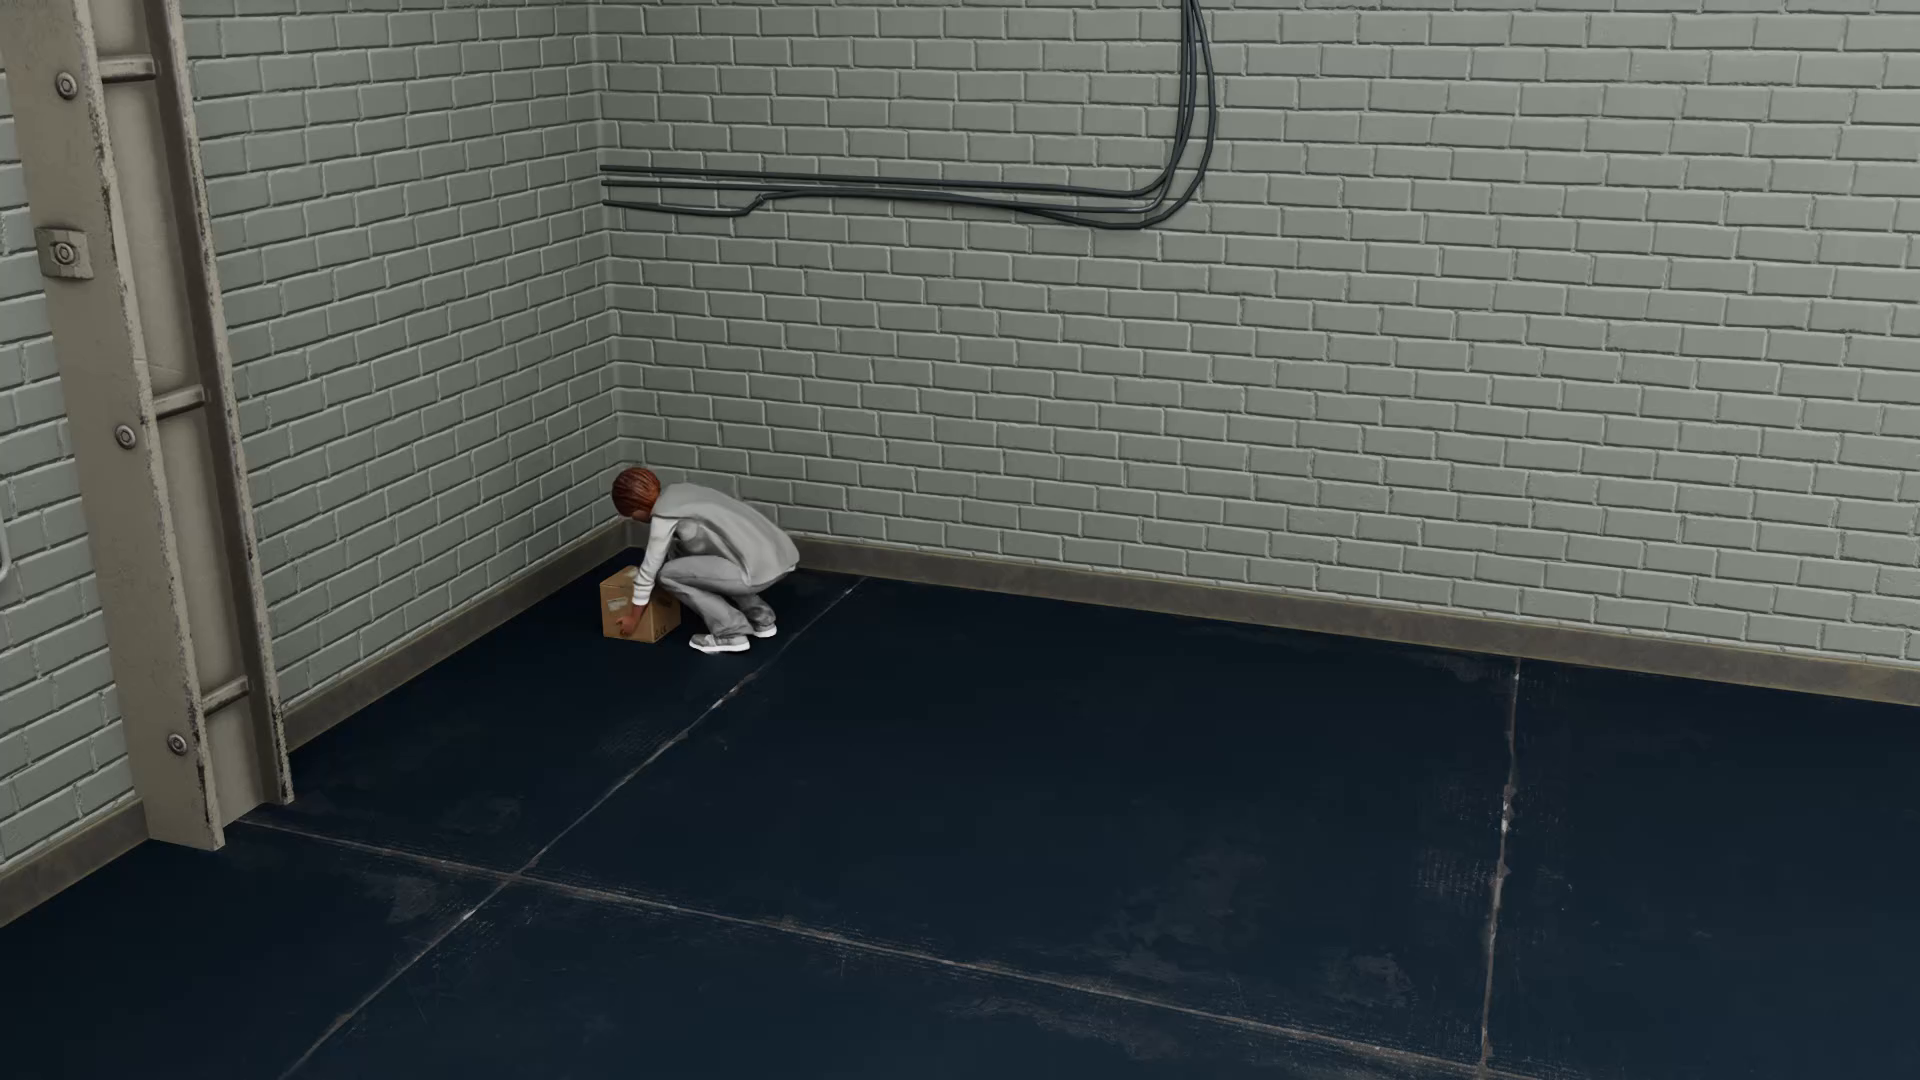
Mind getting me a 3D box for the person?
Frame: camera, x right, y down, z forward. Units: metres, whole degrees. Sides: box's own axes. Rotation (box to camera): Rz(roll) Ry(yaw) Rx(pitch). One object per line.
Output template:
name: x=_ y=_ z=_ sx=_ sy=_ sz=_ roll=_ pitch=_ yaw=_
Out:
person: x=-1.102 y=0.085 z=7.131 sx=0.791 sy=0.764 sz=0.392 roll=7 pitch=20 yaw=18
